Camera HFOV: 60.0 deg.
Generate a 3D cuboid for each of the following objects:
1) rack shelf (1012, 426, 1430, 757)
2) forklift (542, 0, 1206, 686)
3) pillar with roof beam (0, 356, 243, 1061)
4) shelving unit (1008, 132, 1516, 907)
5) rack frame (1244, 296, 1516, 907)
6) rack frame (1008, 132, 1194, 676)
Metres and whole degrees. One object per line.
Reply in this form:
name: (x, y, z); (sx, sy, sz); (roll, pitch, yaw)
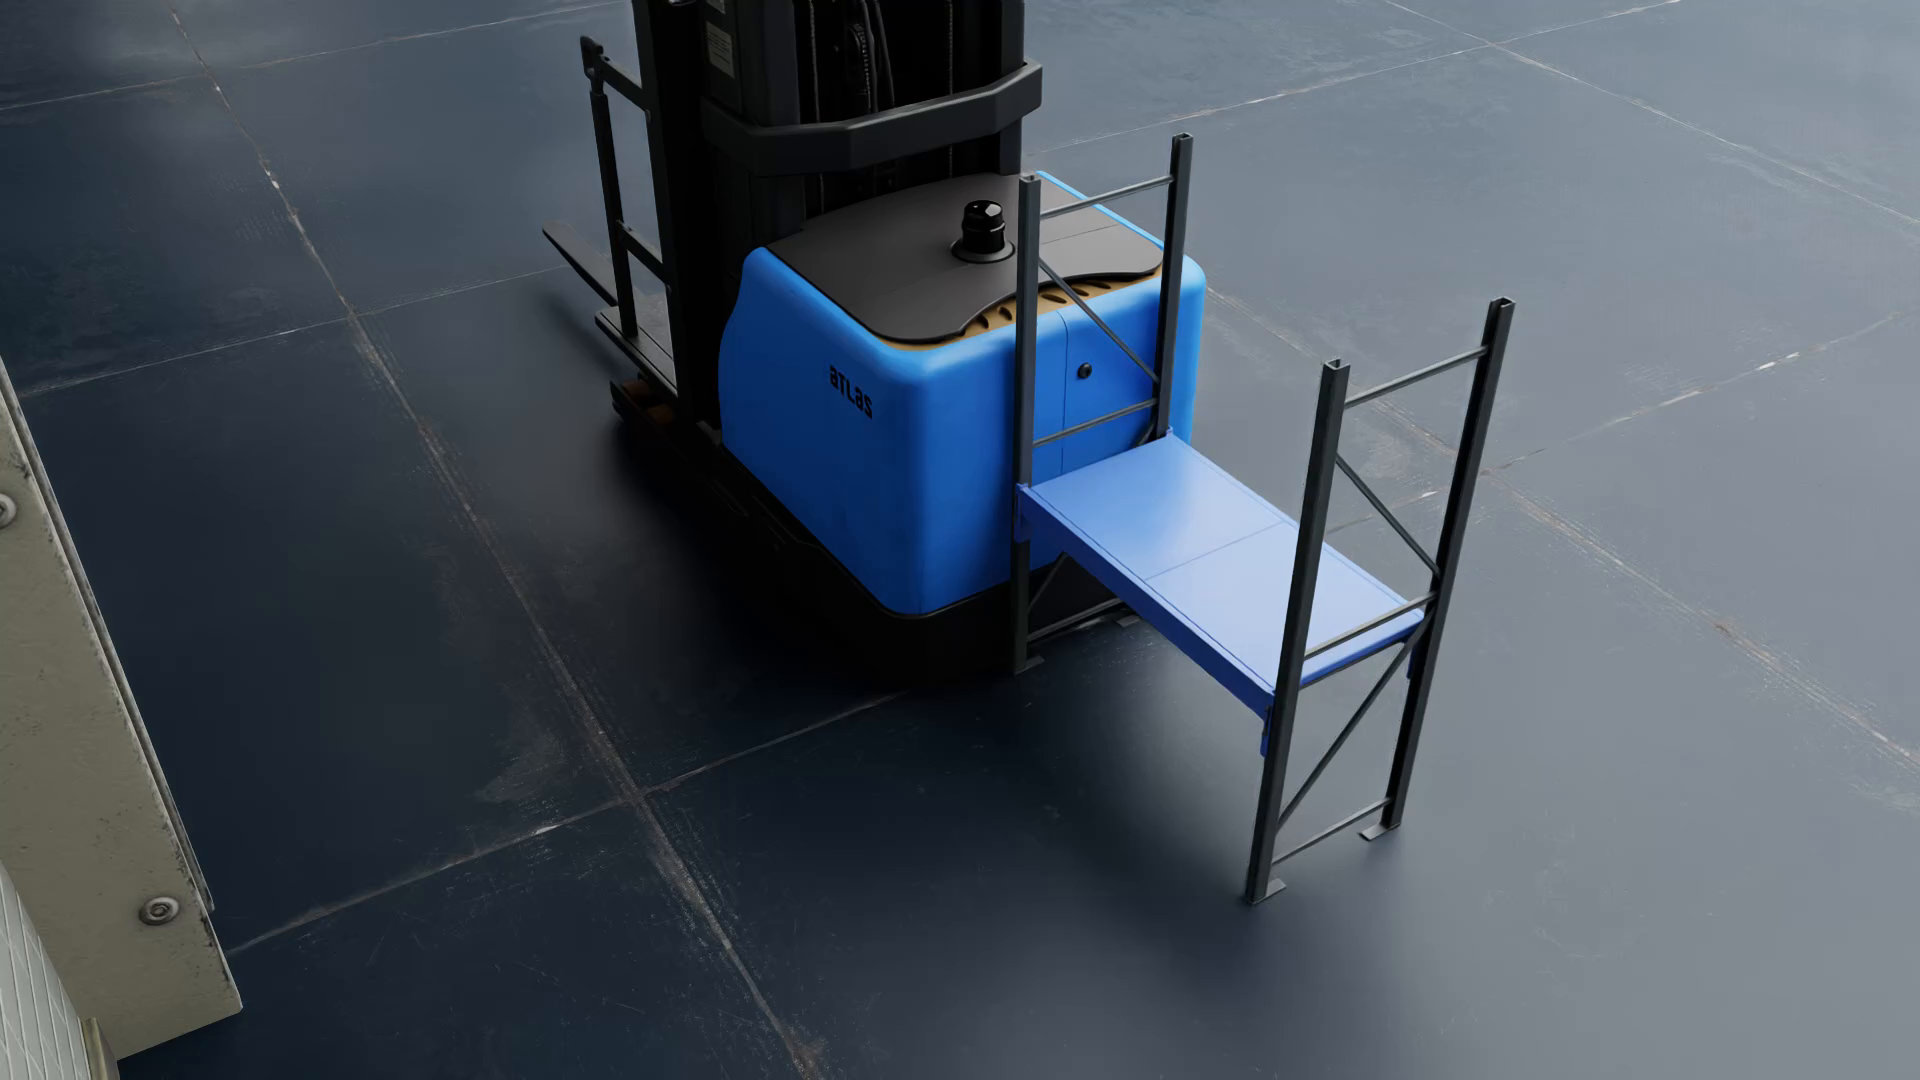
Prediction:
rack shelf: (0.632, 0.090, 4.160); (0.538, 0.185, 1.000); (-21, 41, -26)
forklift: (-0.549, -1.615, 4.977); (1.130, 2.935, 3.031); (-21, 41, -26)
pillar with roof beam: (1.858, -3.895, 2.953); (9.100, 9.000, 0.400); (-19, 40, -24)
shelving unit: (0.632, -0.055, 4.054); (0.538, 1.500, 1.048); (-21, 41, -26)
rack frame: (0.910, 0.196, 3.711); (0.500, 1.500, 0.032); (-21, 41, -26)
rack frame: (0.354, -0.306, 4.398); (0.500, 1.500, 0.032); (-21, 41, -26)
